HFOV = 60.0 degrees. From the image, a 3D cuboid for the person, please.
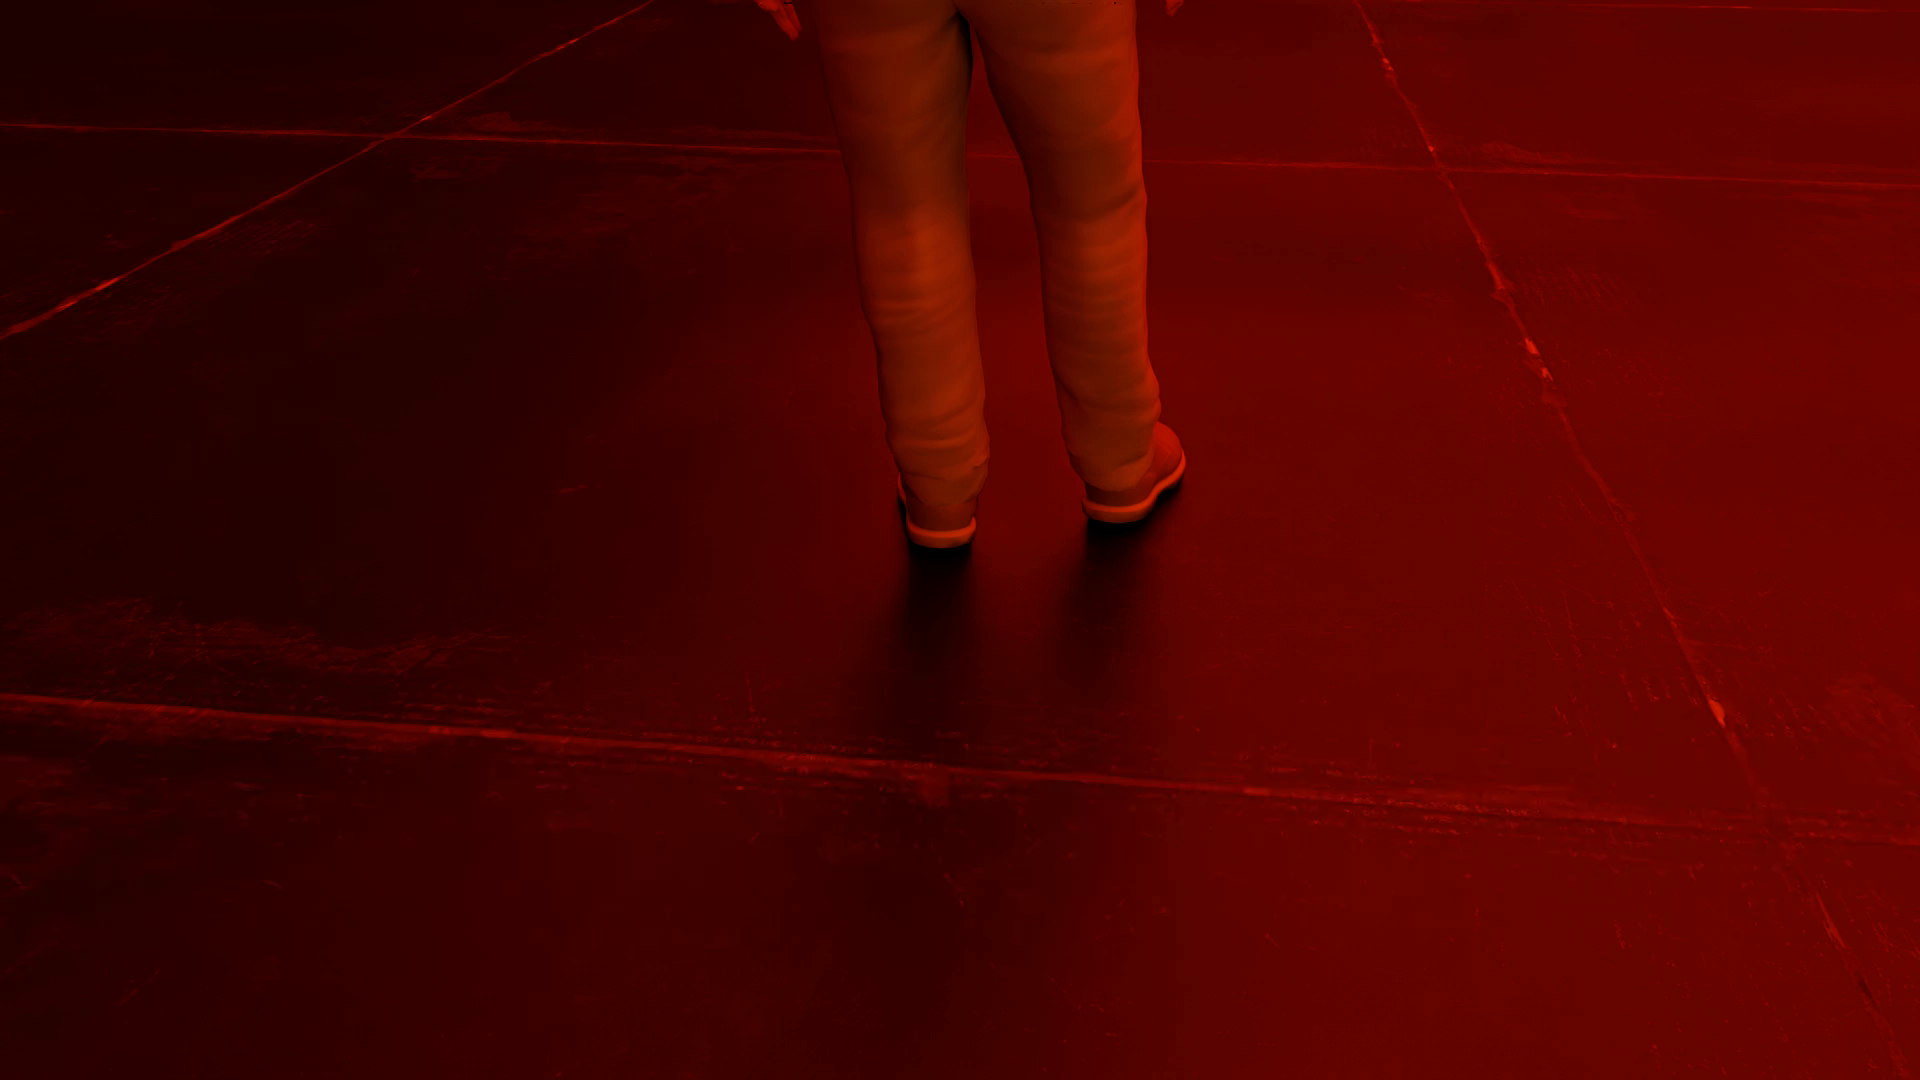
[{"bbox_3d":[0.022,-0.839,2.167,0.641,1.781,0.574,3,27,7],"label":"person"}]
